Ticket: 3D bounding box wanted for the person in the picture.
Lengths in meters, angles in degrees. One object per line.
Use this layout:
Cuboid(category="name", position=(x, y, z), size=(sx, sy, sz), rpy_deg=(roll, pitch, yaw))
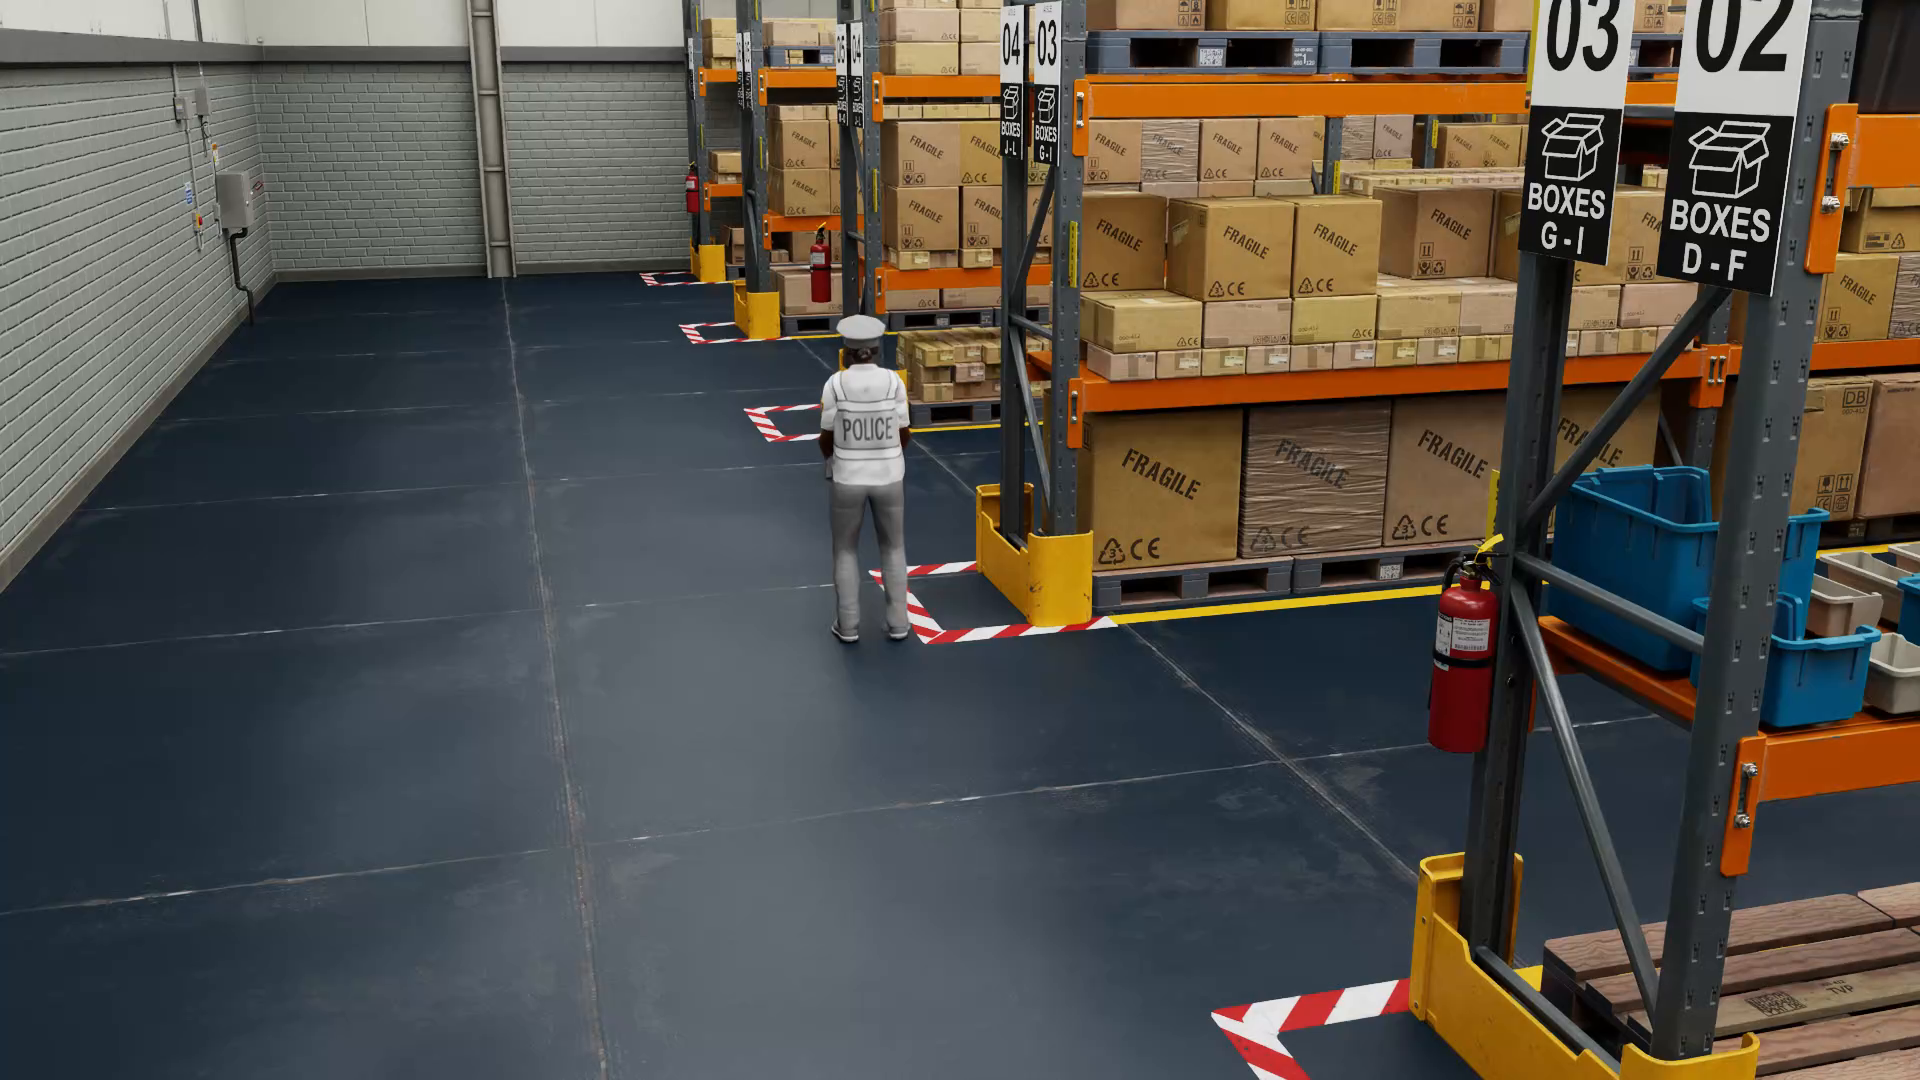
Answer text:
Cuboid(category="person", position=(-0.488, -0.311, 8.564), size=(0.479, 1.684, 0.429), rpy_deg=(-3, 16, -9))
